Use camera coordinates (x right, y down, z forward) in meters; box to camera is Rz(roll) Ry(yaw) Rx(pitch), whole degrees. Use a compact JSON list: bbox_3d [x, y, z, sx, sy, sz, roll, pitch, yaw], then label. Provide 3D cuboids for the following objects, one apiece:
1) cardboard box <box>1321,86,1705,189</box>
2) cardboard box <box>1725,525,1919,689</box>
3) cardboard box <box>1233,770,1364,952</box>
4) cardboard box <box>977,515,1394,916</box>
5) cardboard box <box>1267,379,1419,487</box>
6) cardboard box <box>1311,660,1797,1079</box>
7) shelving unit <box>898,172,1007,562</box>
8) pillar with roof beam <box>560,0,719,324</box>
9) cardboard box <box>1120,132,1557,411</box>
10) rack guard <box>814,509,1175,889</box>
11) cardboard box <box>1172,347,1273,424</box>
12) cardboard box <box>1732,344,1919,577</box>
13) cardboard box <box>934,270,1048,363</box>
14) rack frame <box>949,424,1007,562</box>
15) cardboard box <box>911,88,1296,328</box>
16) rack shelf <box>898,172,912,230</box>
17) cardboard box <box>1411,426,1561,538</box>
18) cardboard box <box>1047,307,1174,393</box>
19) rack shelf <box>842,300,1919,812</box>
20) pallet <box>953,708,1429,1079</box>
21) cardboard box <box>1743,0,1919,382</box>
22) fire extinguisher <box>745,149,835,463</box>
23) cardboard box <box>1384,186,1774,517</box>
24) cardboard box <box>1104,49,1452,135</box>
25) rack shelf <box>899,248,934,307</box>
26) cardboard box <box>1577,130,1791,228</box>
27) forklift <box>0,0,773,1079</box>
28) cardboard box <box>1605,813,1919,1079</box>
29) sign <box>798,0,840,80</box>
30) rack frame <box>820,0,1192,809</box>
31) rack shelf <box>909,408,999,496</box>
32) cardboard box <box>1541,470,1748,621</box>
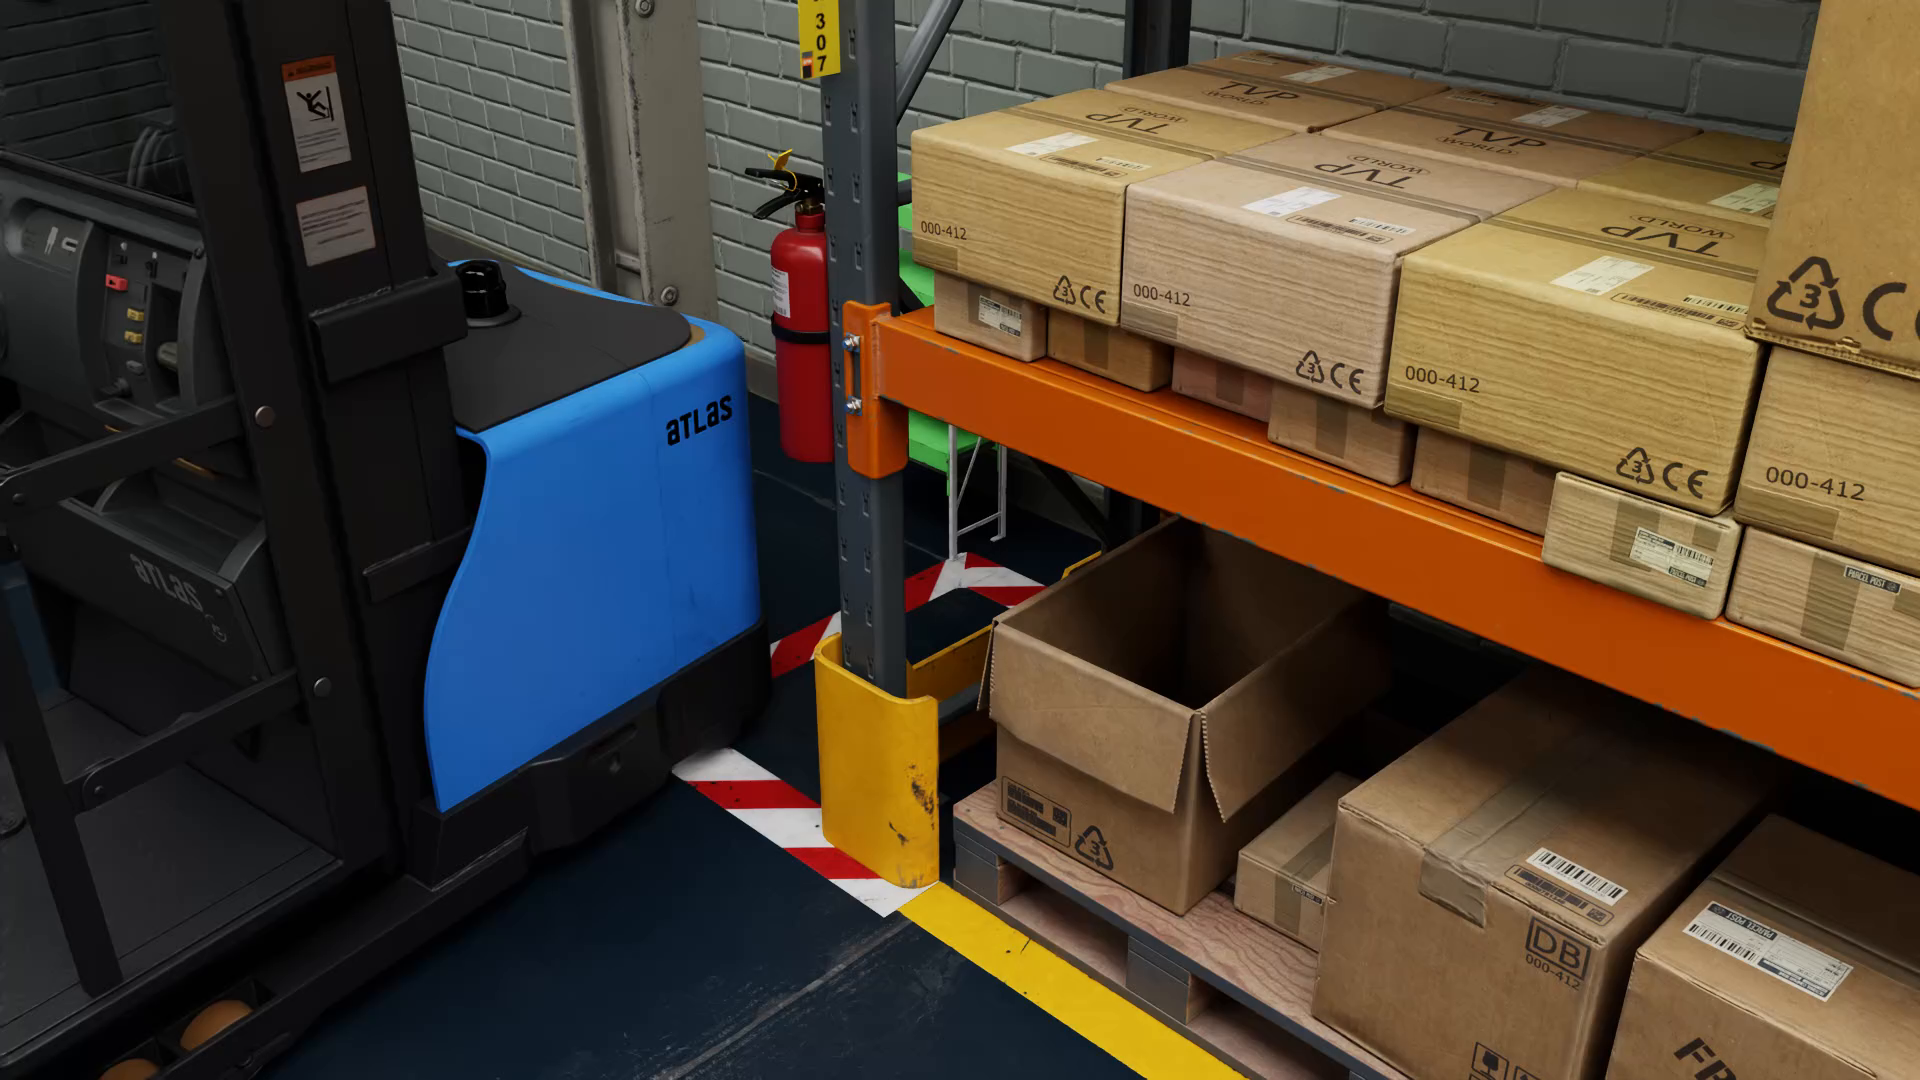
[{"bbox_3d":[1.006,-0.637,3.080,0.500,0.250,0.500,25,36,39],"label":"cardboard box"},{"bbox_3d":[1.253,0.023,2.253,0.380,0.149,0.250,-24,36,-38],"label":"cardboard box"},{"bbox_3d":[0.771,0.656,3.391,0.250,0.149,0.380,23,35,37],"label":"cardboard box"},{"bbox_3d":[0.495,0.348,3.597,0.637,0.503,0.797,23,35,37],"label":"cardboard box"},{"bbox_3d":[0.730,-0.248,2.769,0.380,0.149,0.250,-24,36,-38],"label":"cardboard box"},{"bbox_3d":[1.077,0.641,3.042,0.700,0.500,0.500,-24,36,-37],"label":"cardboard box"},{"bbox_3d":[-0.118,-0.585,5.074,0.503,1.200,0.258,25,36,38],"label":"shelving unit"},{"bbox_3d":[-4.184,-3.208,1.681,0.400,9.000,9.100,25,36,38],"label":"pillar with roof beam"},{"bbox_3d":[0.620,-0.466,2.754,0.500,0.250,0.500,-25,37,-39],"label":"cardboard box"},{"bbox_3d":[0.179,0.329,4.087,0.348,0.500,1.175,25,36,38],"label":"rack guard"},{"bbox_3d":[0.593,-0.351,2.964,0.250,0.149,0.380,24,36,38],"label":"cardboard box"},{"bbox_3d":[1.363,-0.142,2.138,0.500,0.250,0.500,23,36,37],"label":"cardboard box"},{"bbox_3d":[0.167,-0.493,3.234,0.250,0.149,0.380,24,36,38],"label":"cardboard box"},{"bbox_3d":[0.056,-0.506,4.922,0.015,1.200,0.240,25,36,38],"label":"rack frame"},{"bbox_3d":[0.260,-0.630,3.067,0.500,0.250,0.500,25,37,39],"label":"cardboard box"},{"bbox_3d":[-0.118,-0.953,4.880,0.480,0.148,0.258,25,36,38],"label":"rack shelf"},{"bbox_3d":[0.924,-0.163,2.607,0.380,0.149,0.250,-25,36,-38],"label":"cardboard box"},{"bbox_3d":[0.381,-0.425,3.105,0.380,0.149,0.250,-24,36,-38],"label":"cardboard box"},{"bbox_3d":[1.551,0.169,2.479,4.000,0.370,1.077,25,36,38],"label":"rack shelf"},{"bbox_3d":[0.749,0.717,3.660,1.213,0.211,1.003,25,36,38],"label":"pallet"},{"bbox_3d":[1.330,-0.473,1.962,0.500,0.500,0.500,-24,36,-38],"label":"cardboard box"},{"bbox_3d":[-0.304,-0.498,3.457,0.183,0.674,0.296,25,36,38],"label":"fire extinguisher"},{"bbox_3d":[0.983,-0.301,2.442,0.500,0.250,0.500,24,36,37],"label":"cardboard box"},{"bbox_3d":[0.639,-0.805,3.400,0.500,0.250,0.500,-24,36,-38],"label":"cardboard box"},{"bbox_3d":[-0.118,-0.741,4.992,0.480,0.148,0.258,25,36,38],"label":"rack shelf"},{"bbox_3d":[1.356,-0.474,2.769,0.500,0.250,0.500,-24,36,-38],"label":"cardboard box"},{"bbox_3d":[-1.767,-0.419,2.898,1.130,2.935,3.031,19,33,32],"label":"forklift"},{"bbox_3d":[1.384,0.847,2.651,0.500,0.500,0.500,-24,36,-38],"label":"cardboard box"},{"bbox_3d":[-0.255,-1.005,3.009,0.005,0.325,0.100,25,36,38],"label":"sign"},{"bbox_3d":[0.125,-0.802,3.553,0.127,3.000,1.000,25,36,38],"label":"rack frame"},{"bbox_3d":[-0.118,-0.316,5.215,0.480,0.148,0.258,25,36,38],"label":"rack shelf"},{"bbox_3d":[1.051,-0.056,2.403,0.250,0.149,0.380,23,36,37],"label":"cardboard box"}]
